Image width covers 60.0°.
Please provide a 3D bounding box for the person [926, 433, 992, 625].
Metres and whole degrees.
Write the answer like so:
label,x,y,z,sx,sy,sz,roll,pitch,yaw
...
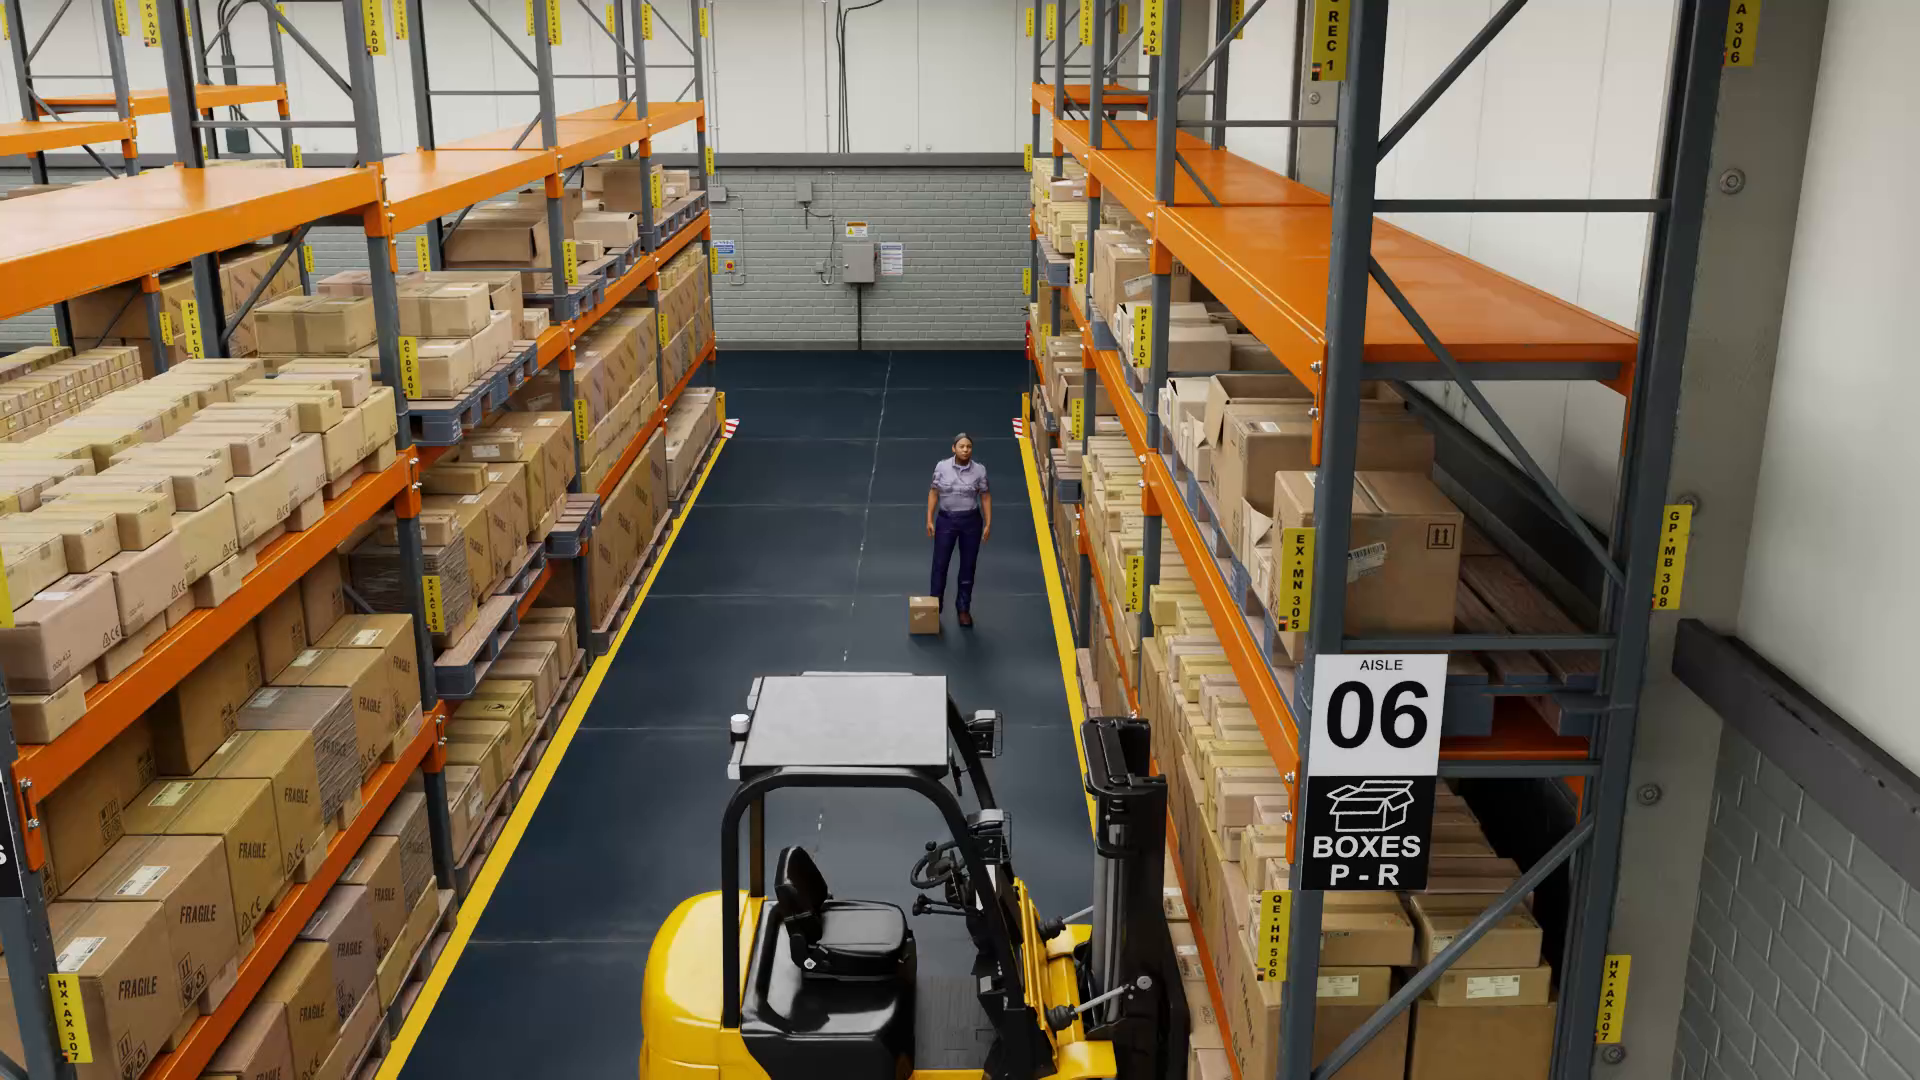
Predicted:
label,x,y,z,sx,sy,sz,roll,pitch,yaw
person,-0.025,-0.081,14.299,0.599,1.651,0.504,0,17,-1
